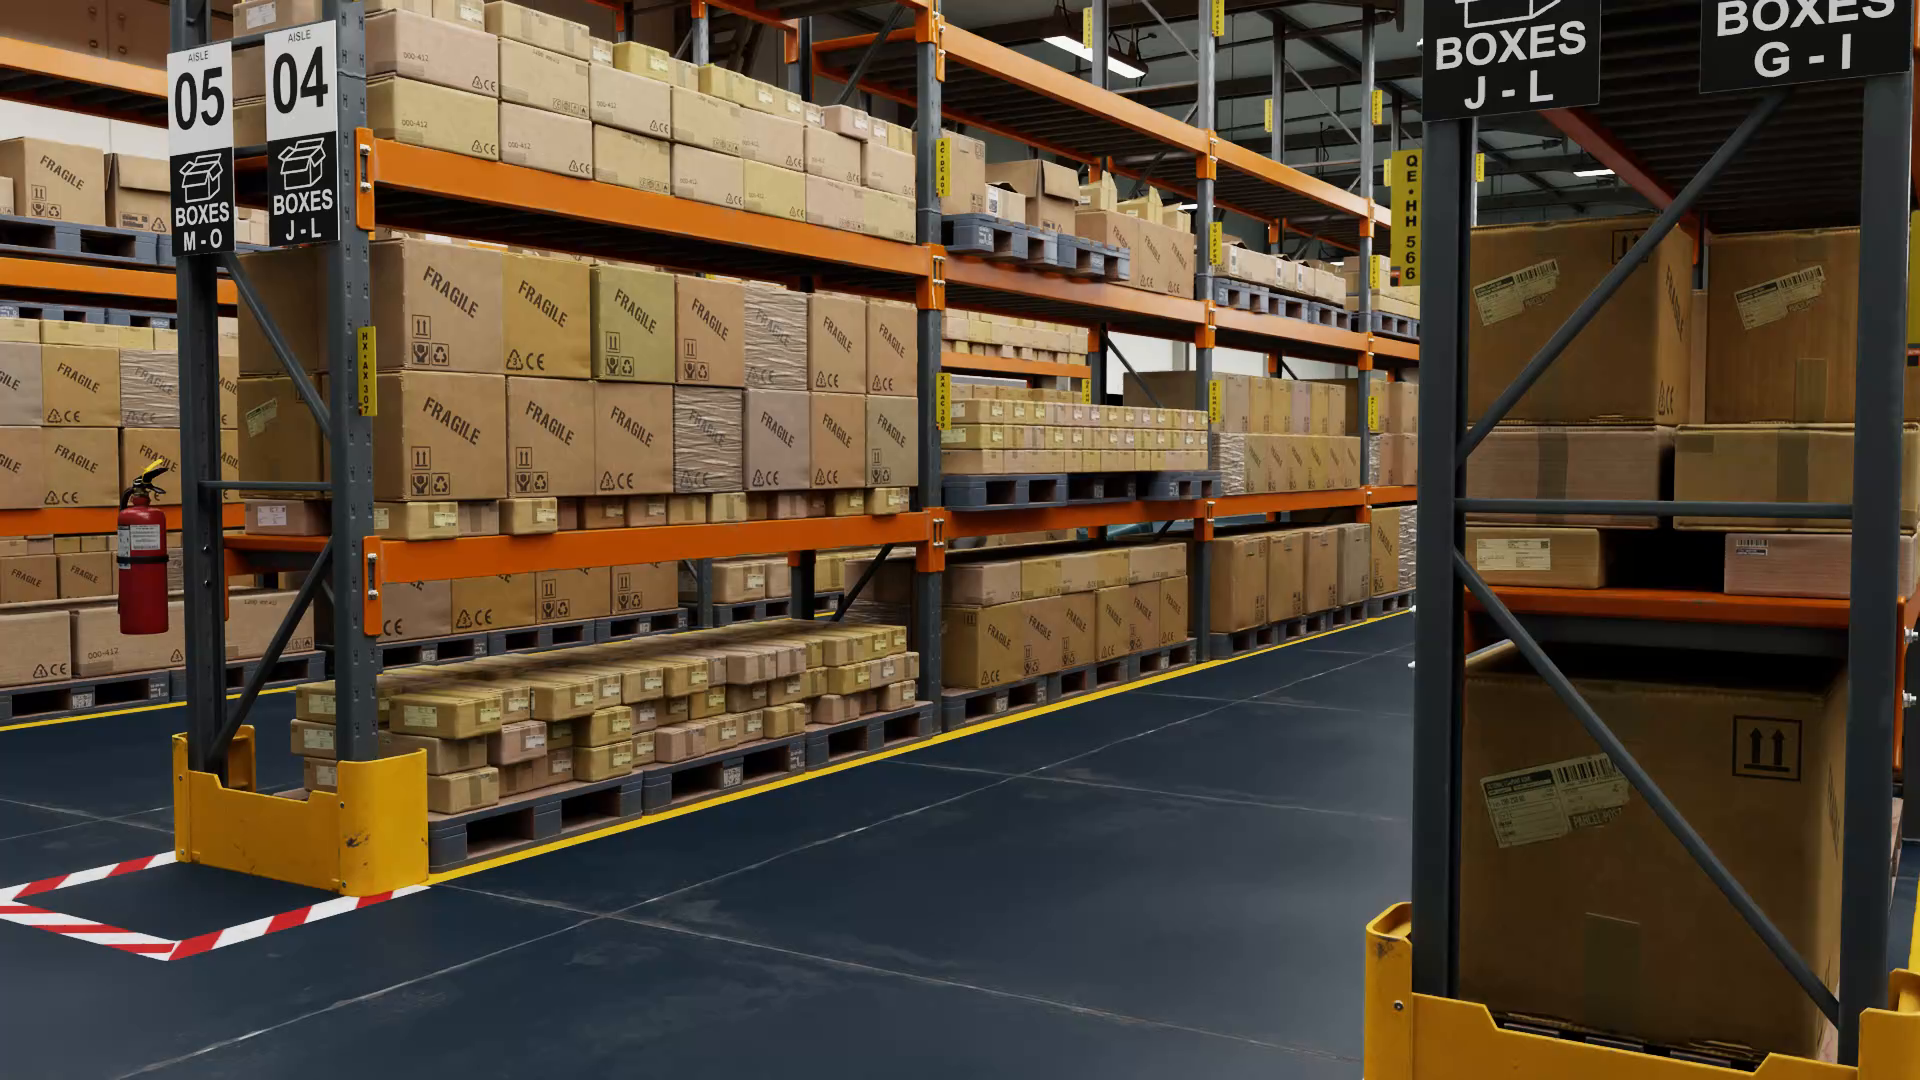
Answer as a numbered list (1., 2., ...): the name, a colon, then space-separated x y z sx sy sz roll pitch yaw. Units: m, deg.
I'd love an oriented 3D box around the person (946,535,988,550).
1. person: 0.076 -0.041 16.668 0.365 1.650 0.444 2 3 32
